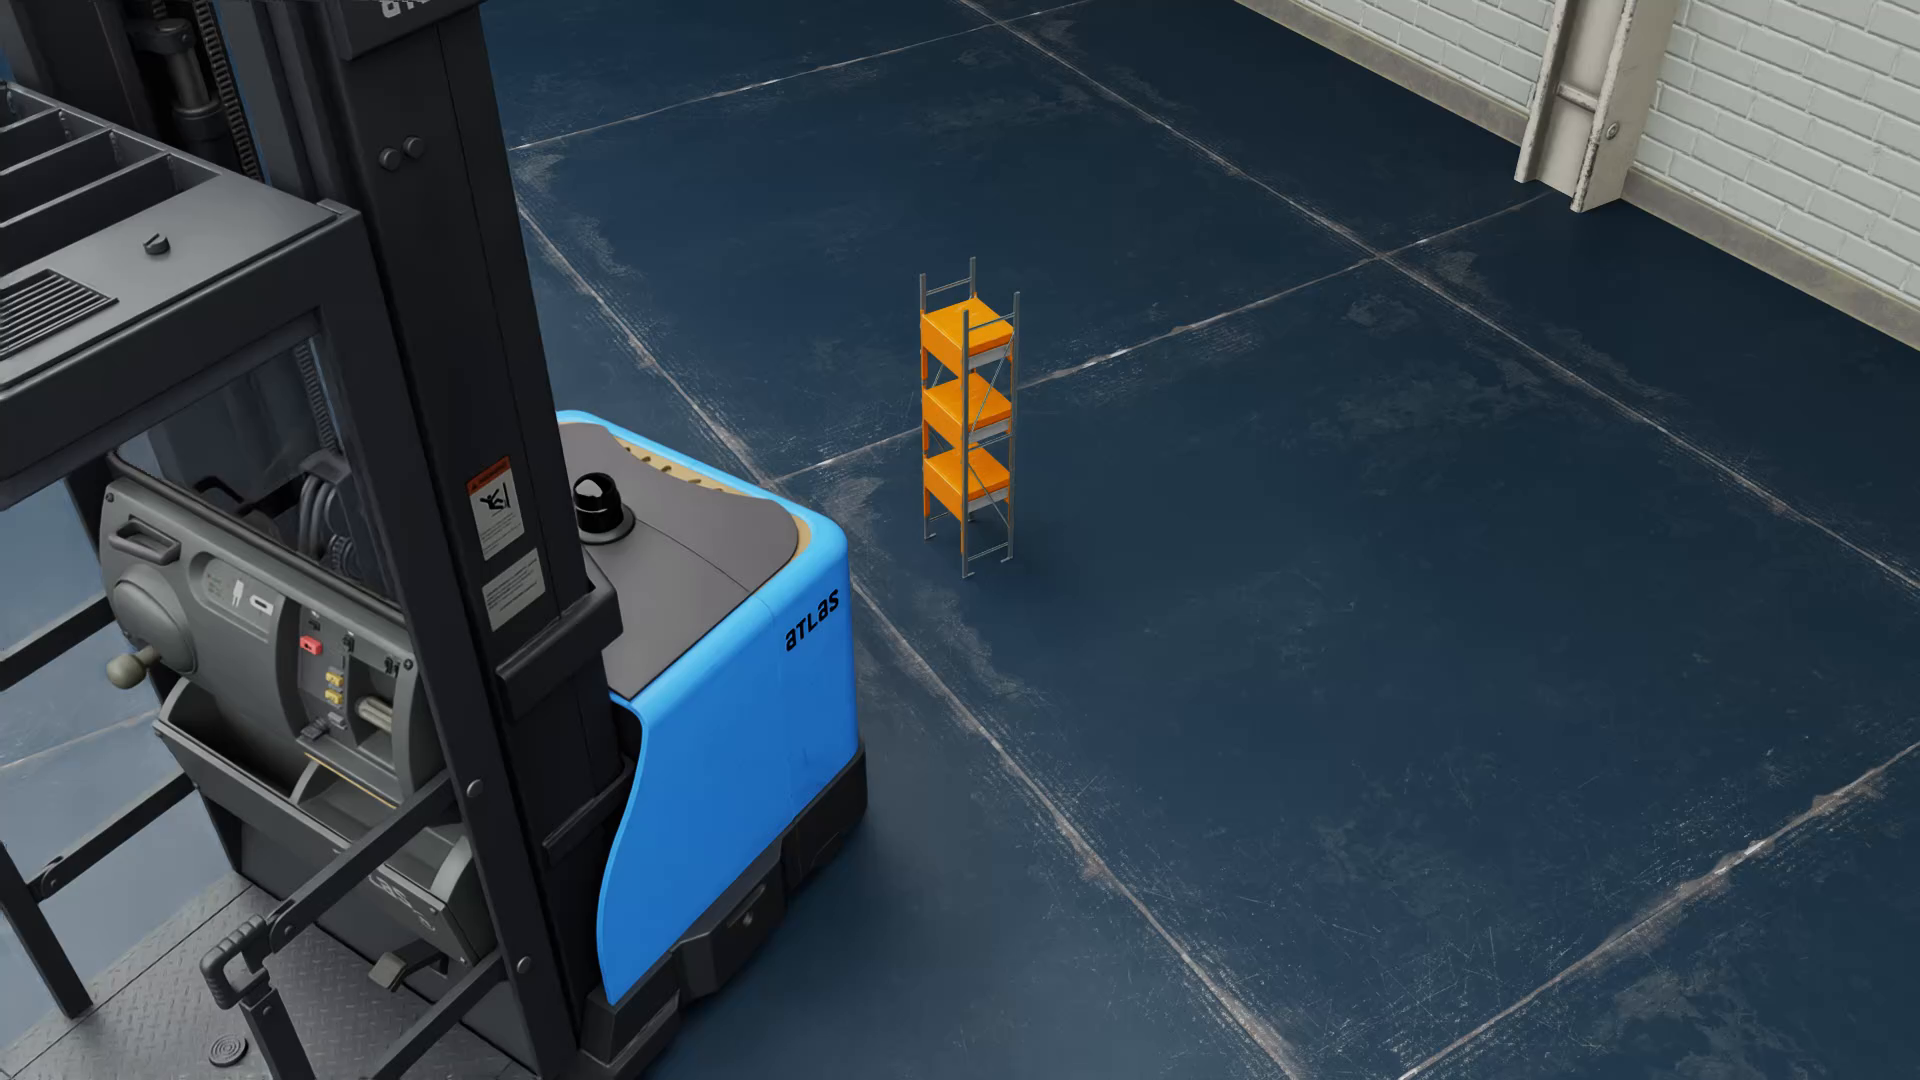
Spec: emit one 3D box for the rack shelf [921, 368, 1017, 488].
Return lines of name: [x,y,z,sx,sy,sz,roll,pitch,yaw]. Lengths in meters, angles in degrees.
rack shelf: [0.029,-0.366,5.386,0.215,0.259,0.240,-22,45,-24]

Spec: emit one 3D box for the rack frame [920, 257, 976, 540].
rack frame: [-0.037,-0.440,5.458,0.200,1.050,0.008,-22,45,-24]

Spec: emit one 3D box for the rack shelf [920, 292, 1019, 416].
rack shelf: [0.029,-0.584,5.204,0.215,0.259,0.240,-22,45,-24]

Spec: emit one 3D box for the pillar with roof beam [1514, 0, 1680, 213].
pillar with roof beam: [-0.806,-3.614,3.057,9.100,9.000,0.400,-22,45,-24]

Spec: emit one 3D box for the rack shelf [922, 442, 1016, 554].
rack shelf: [0.029,-0.153,5.564,0.215,0.259,0.240,-22,45,-24]

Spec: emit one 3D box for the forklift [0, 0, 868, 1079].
forklift: [-1.499,0.277,3.128,1.130,2.935,3.031,23,45,25]

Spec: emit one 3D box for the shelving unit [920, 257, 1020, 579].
shelving unit: [0.029,-0.374,5.379,0.215,1.050,0.252,-22,45,-24]

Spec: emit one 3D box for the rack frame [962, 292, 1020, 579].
rack frame: [0.094,-0.309,5.300,0.200,1.050,0.008,-22,45,-24]
